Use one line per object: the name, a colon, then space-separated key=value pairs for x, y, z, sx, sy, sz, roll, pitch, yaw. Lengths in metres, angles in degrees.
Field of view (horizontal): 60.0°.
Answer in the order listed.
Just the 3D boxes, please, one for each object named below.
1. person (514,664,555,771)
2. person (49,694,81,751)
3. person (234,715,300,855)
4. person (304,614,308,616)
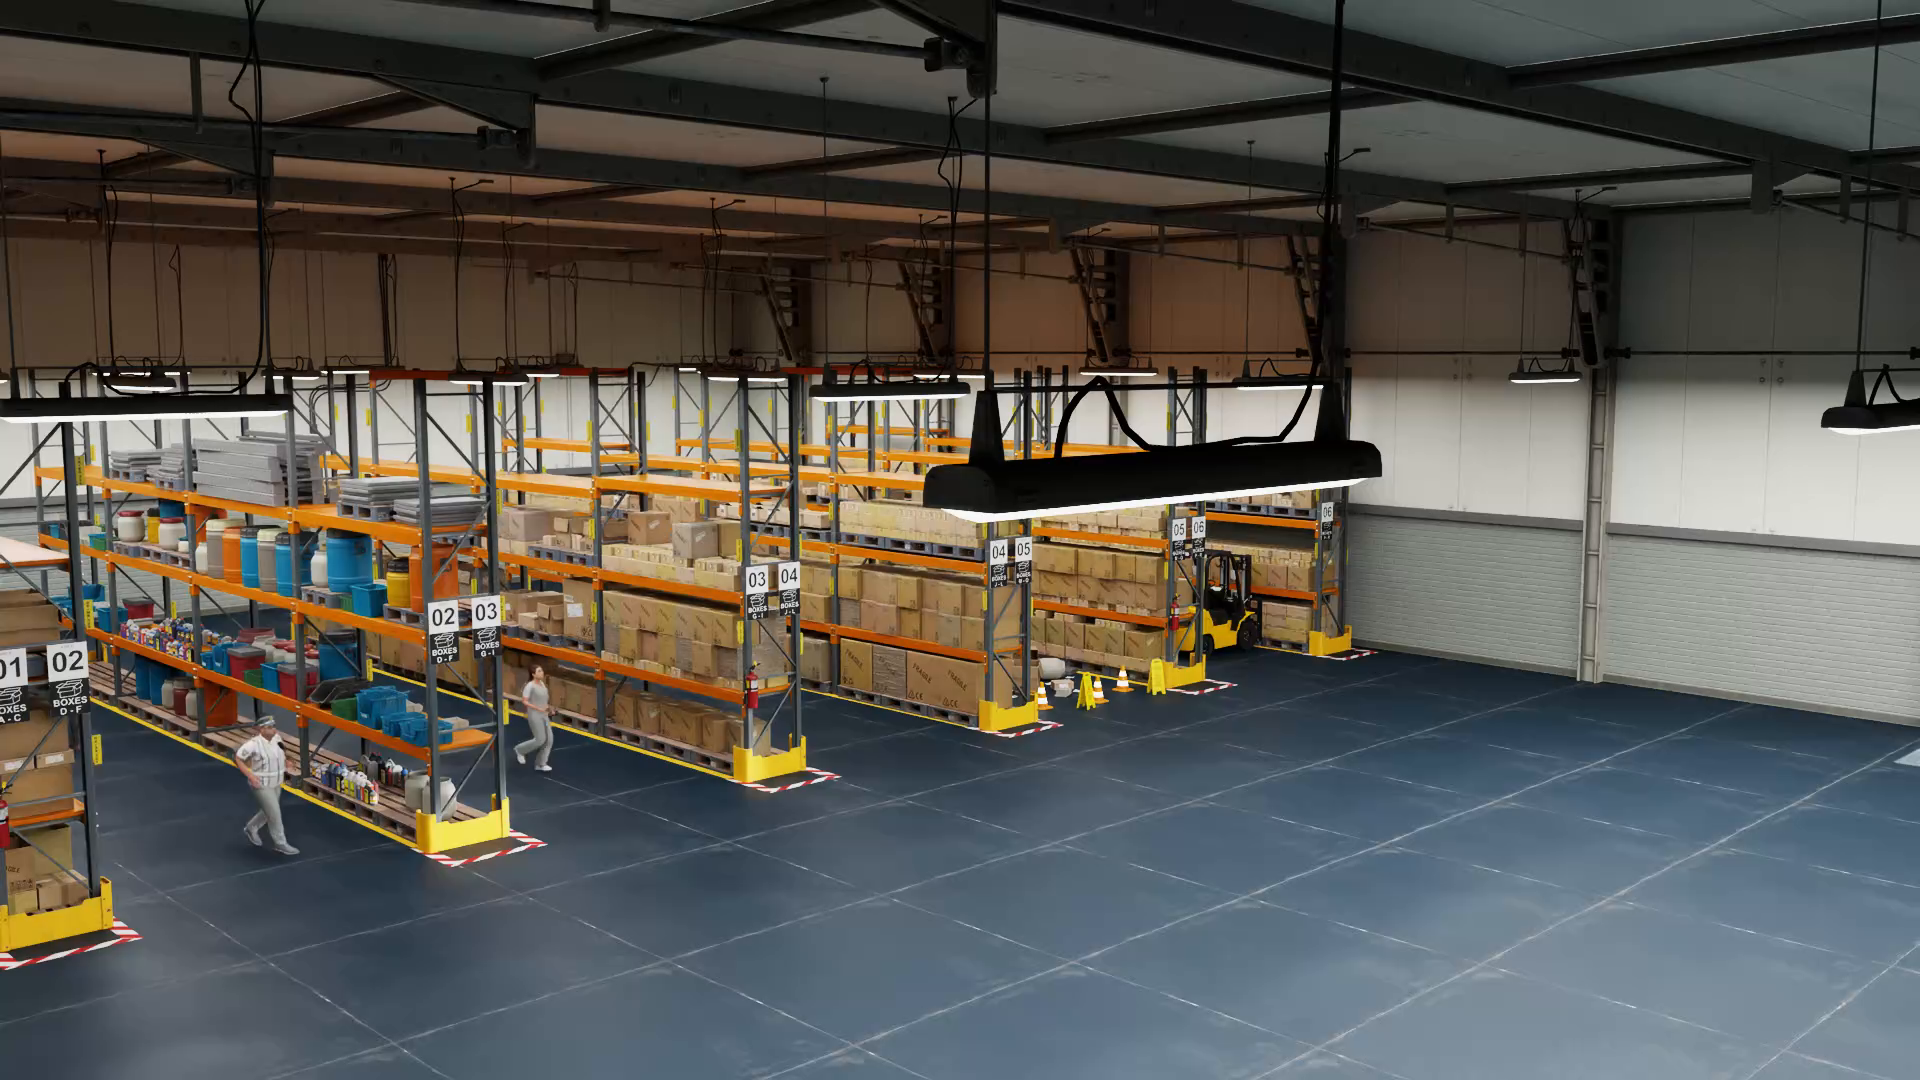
person: x=-6.439 y=2.680 z=25.205 sx=0.636 sy=1.626 sz=0.557 roll=2 pitch=7 yaw=19
person: x=-14.343 y=2.512 z=26.562 sx=0.851 sy=1.683 sz=0.569 roll=5 pitch=8 yaw=37
person: x=-8.790 y=3.078 z=21.038 sx=0.873 sy=1.783 sz=0.669 roll=2 pitch=7 yaw=19
person: x=-14.927 y=1.211 z=37.933 sx=0.741 sy=1.688 sz=0.664 roll=1 pitch=7 yaw=8
